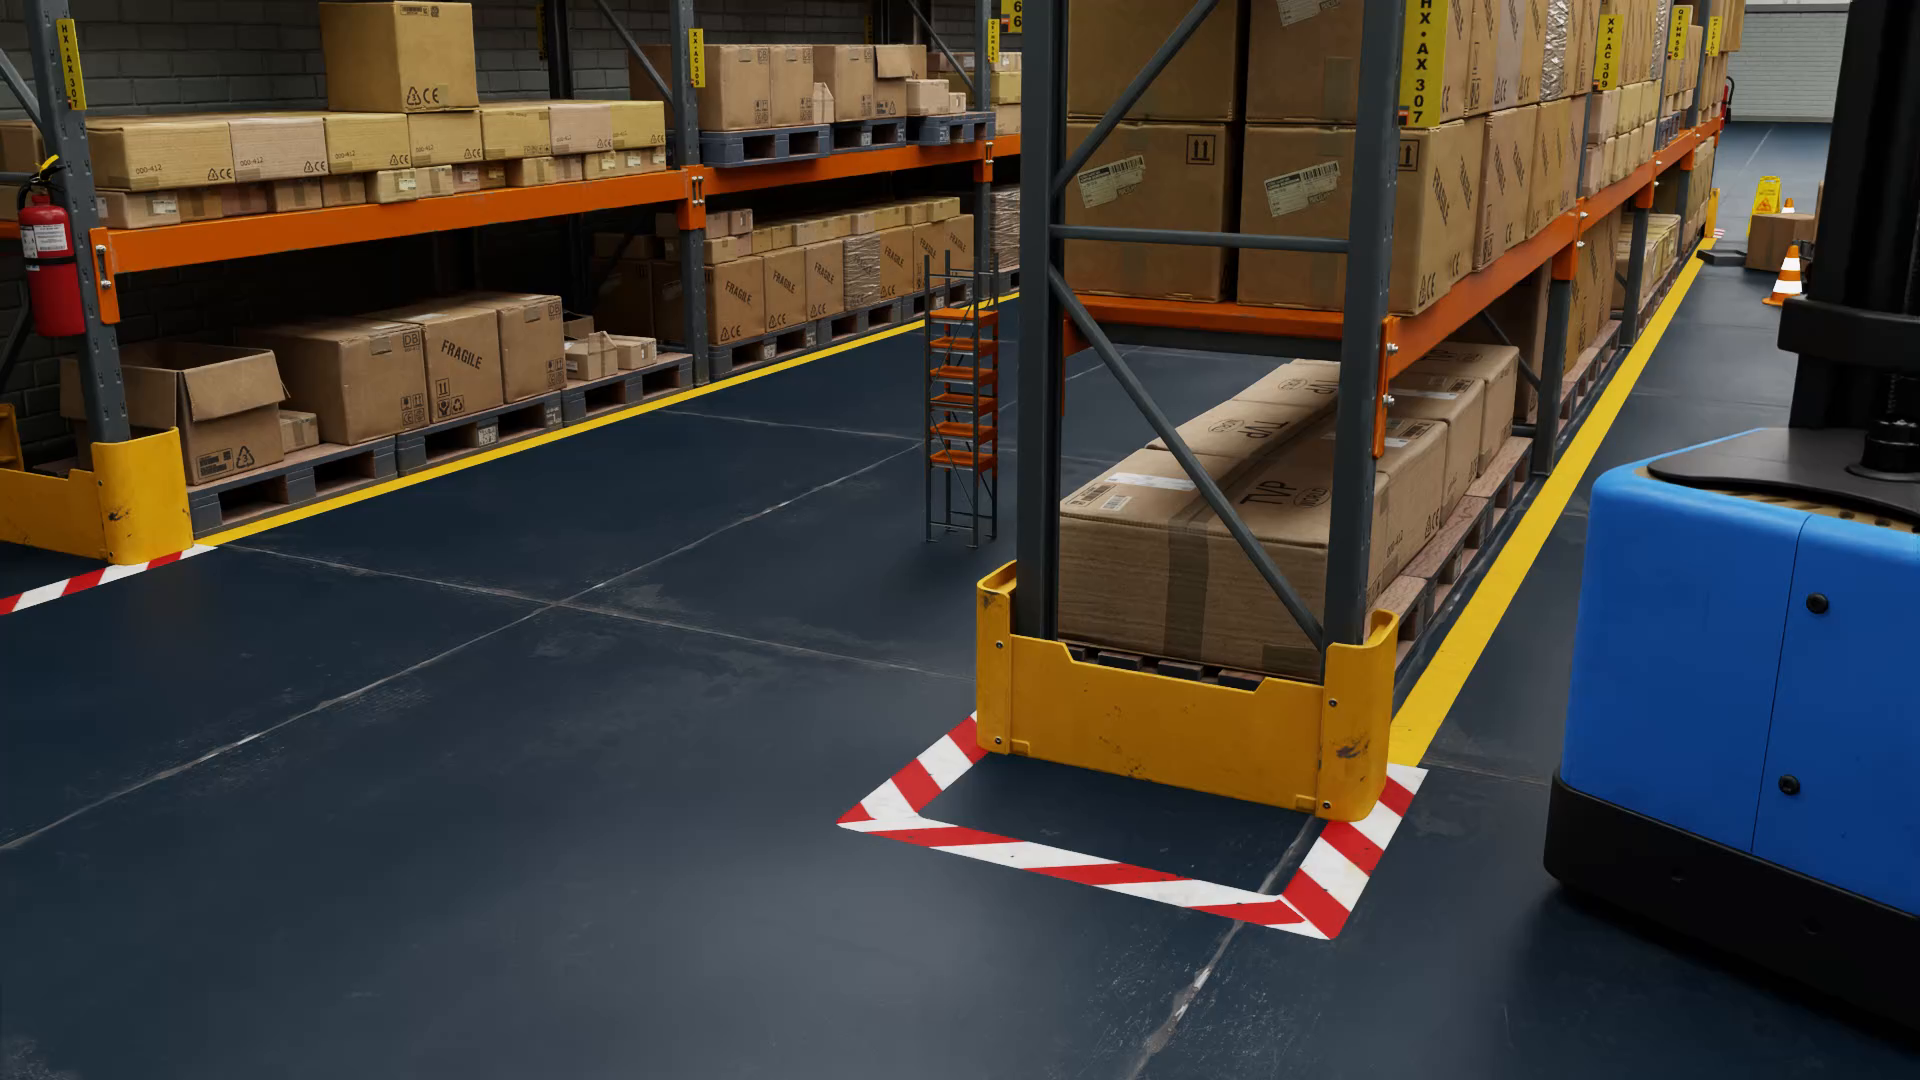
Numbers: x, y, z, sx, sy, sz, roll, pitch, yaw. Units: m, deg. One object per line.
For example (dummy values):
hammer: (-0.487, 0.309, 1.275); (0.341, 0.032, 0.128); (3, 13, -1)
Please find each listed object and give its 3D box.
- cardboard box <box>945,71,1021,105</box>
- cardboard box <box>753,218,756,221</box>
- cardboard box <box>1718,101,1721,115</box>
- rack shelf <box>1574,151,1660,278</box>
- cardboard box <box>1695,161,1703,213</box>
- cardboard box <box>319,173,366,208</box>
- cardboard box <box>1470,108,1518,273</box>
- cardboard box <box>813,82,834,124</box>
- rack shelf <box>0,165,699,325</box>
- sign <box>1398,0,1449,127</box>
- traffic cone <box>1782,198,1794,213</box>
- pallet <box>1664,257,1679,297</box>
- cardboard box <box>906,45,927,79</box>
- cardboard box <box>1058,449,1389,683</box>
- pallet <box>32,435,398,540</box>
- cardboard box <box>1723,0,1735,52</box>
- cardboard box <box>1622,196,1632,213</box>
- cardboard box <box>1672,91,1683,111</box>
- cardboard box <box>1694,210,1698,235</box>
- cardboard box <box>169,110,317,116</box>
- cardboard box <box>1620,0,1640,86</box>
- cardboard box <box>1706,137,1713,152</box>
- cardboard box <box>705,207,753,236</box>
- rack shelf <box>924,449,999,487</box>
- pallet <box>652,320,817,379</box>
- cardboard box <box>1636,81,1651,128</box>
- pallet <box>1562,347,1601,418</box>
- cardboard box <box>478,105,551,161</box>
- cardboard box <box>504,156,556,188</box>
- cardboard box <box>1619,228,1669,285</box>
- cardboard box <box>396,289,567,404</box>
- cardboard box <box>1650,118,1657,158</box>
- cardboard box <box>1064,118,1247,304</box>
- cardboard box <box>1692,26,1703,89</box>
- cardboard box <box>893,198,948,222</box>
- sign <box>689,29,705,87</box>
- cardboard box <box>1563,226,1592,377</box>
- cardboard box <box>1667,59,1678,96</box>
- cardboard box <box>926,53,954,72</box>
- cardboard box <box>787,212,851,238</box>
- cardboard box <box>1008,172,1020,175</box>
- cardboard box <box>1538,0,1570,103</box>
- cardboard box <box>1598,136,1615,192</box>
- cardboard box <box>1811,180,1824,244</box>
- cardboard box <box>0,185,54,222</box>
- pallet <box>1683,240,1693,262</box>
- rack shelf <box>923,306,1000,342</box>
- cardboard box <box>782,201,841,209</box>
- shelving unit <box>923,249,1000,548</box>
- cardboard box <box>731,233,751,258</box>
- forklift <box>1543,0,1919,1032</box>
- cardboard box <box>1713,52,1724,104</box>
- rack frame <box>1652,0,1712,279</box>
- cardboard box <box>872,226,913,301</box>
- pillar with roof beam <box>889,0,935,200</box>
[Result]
cardboard box: (0.209, -3.712, 13.638); (0.500, 0.250, 0.500); (8, 18, 25)
cardboard box: (-1.635, -2.153, 11.519); (0.380, 0.149, 0.250); (9, 19, 27)
cardboard box: (7.797, -4.551, 17.519); (0.380, 0.149, 0.250); (8, 18, 25)
rack shelf: (3.319, -1.980, 9.686); (1.077, 0.370, 4.000); (8, 18, 25)
cardboard box: (6.734, -3.350, 15.809); (0.500, 0.500, 0.500); (9, 19, 28)
cardboard box: (-2.972, -1.623, 7.661); (0.380, 0.149, 0.250); (8, 19, 26)
cardboard box: (1.554, -1.190, 5.587); (0.500, 0.500, 0.500); (8, 18, 25)
cardboard box: (-1.053, -2.888, 10.978); (0.396, 0.266, 0.258); (9, 19, 28)
rack shelf: (-2.911, -1.592, 8.379); (1.077, 0.370, 4.000); (8, 18, 25)
sign: (1.132, -1.178, 4.061); (0.100, 0.325, 0.005); (8, 18, 25)
traffic cone: (8.749, -3.382, 17.600); (0.336, 0.463, 0.334); (8, 18, 25)
pallet: (5.653, -2.318, 14.458); (1.003, 0.211, 1.213); (8, 18, 25)
cardboard box: (-0.600, -3.603, 12.974); (0.500, 0.500, 0.500); (9, 19, 28)
cardboard box: (0.843, 0.049, 5.352); (0.875, 0.438, 0.875); (7, 18, 24)
pallet: (-3.415, -0.313, 7.708); (1.003, 0.211, 1.213); (8, 18, 25)
cardboard box: (6.887, -4.859, 15.663); (0.700, 0.500, 0.500); (8, 18, 24)
cardboard box: (6.024, -3.281, 15.577); (0.500, 0.500, 0.500); (8, 18, 25)
cardboard box: (5.548, -3.510, 13.277); (0.380, 0.149, 0.250); (8, 18, 25)
cardboard box: (6.968, -3.125, 16.370); (0.500, 0.250, 0.500); (8, 18, 25)
cardboard box: (-3.379, -1.906, 7.913); (0.500, 0.250, 0.500); (9, 19, 27)
cardboard box: (3.308, -2.679, 8.844); (0.500, 0.500, 0.500); (8, 18, 24)
cardboard box: (7.443, -4.023, 16.936); (0.380, 0.149, 0.250); (8, 19, 26)
cardboard box: (-1.546, -2.033, 10.590); (0.380, 0.149, 0.250); (7, 18, 23)
rack shelf: (0.006, -0.306, 6.947); (0.258, 0.103, 0.180); (8, 18, 25)
pallet: (-1.688, -1.321, 11.103); (1.003, 0.211, 1.213); (8, 18, 25)
cardboard box: (3.787, -2.582, 9.836); (0.500, 0.250, 0.500); (8, 18, 24)
pallet: (3.246, -0.997, 10.010); (1.003, 0.211, 1.213); (8, 18, 25)
cardboard box: (-2.472, -2.101, 8.572); (0.500, 0.250, 0.500); (8, 18, 25)
cardboard box: (-2.356, -1.942, 8.736); (0.380, 0.149, 0.250); (8, 18, 25)
cardboard box: (5.140, -2.300, 13.378); (0.950, 0.372, 0.625); (9, 19, 27)
cardboard box: (-2.566, -1.051, 8.948); (0.700, 0.500, 0.500); (7, 18, 23)
cardboard box: (4.219, -2.601, 10.776); (0.500, 0.250, 0.500); (7, 18, 23)
cardboard box: (0.617, -1.001, 4.951); (0.500, 0.500, 0.500); (8, 18, 26)
cardboard box: (5.999, -4.098, 14.119); (0.500, 0.500, 0.500); (8, 18, 24)
cardboard box: (-0.318, -2.548, 12.847); (0.380, 0.149, 0.250); (7, 18, 23)
sign: (-1.528, -2.794, 9.643); (0.100, 0.325, 0.005); (8, 18, 25)
cardboard box: (3.027, -1.398, 9.456); (0.875, 0.875, 0.875); (9, 19, 27)
cardboard box: (4.847, -3.445, 11.920); (0.500, 0.500, 0.500); (9, 19, 28)
cardboard box: (-0.265, -3.932, 13.681); (0.380, 0.149, 0.250); (9, 19, 27)
cardboard box: (-0.997, -2.231, 11.780); (0.380, 0.149, 0.250); (8, 18, 26)
cardboard box: (0.981, -3.216, 16.016); (0.875, 0.625, 0.625); (8, 18, 25)
cardboard box: (2.008, -1.928, 6.317); (0.500, 0.500, 0.500); (8, 18, 26)
cardboard box: (3.088, -1.954, 8.599); (0.500, 0.250, 0.500); (8, 18, 24)
cardboard box: (7.606, -2.799, 14.241); (0.500, 0.500, 0.500); (8, 18, 25)
cardboard box: (-3.897, -1.425, 6.996); (0.380, 0.149, 0.250); (8, 18, 25)
pallet: (6.812, -3.004, 16.768); (1.003, 0.211, 1.213); (8, 18, 25)
rack shelf: (0.006, -0.881, 6.776); (0.258, 0.103, 0.180); (8, 18, 25)
cardboard box: (-1.128, -2.491, 12.655); (0.380, 0.149, 0.250); (7, 18, 23)
shelving unit: (0.006, -0.579, 6.866); (0.258, 1.200, 0.189); (8, 18, 25)
cardboard box: (-1.564, -1.898, 10.660); (0.380, 0.149, 0.250); (8, 18, 24)
forklift: (2.896, -0.688, 4.192); (3.031, 2.935, 1.130); (-13, 21, -37)
cardboard box: (7.337, -4.635, 16.665); (0.500, 0.500, 0.500); (8, 18, 25)
rack frame: (6.000, -3.853, 14.730); (1.000, 3.000, 0.127); (8, 18, 25)
cardboard box: (-0.691, -2.073, 12.389); (0.500, 0.500, 0.500); (9, 19, 28)
pillar with roof beam: (3.398, -6.240, 12.228); (9.100, 9.000, 0.400); (8, 18, 25)
